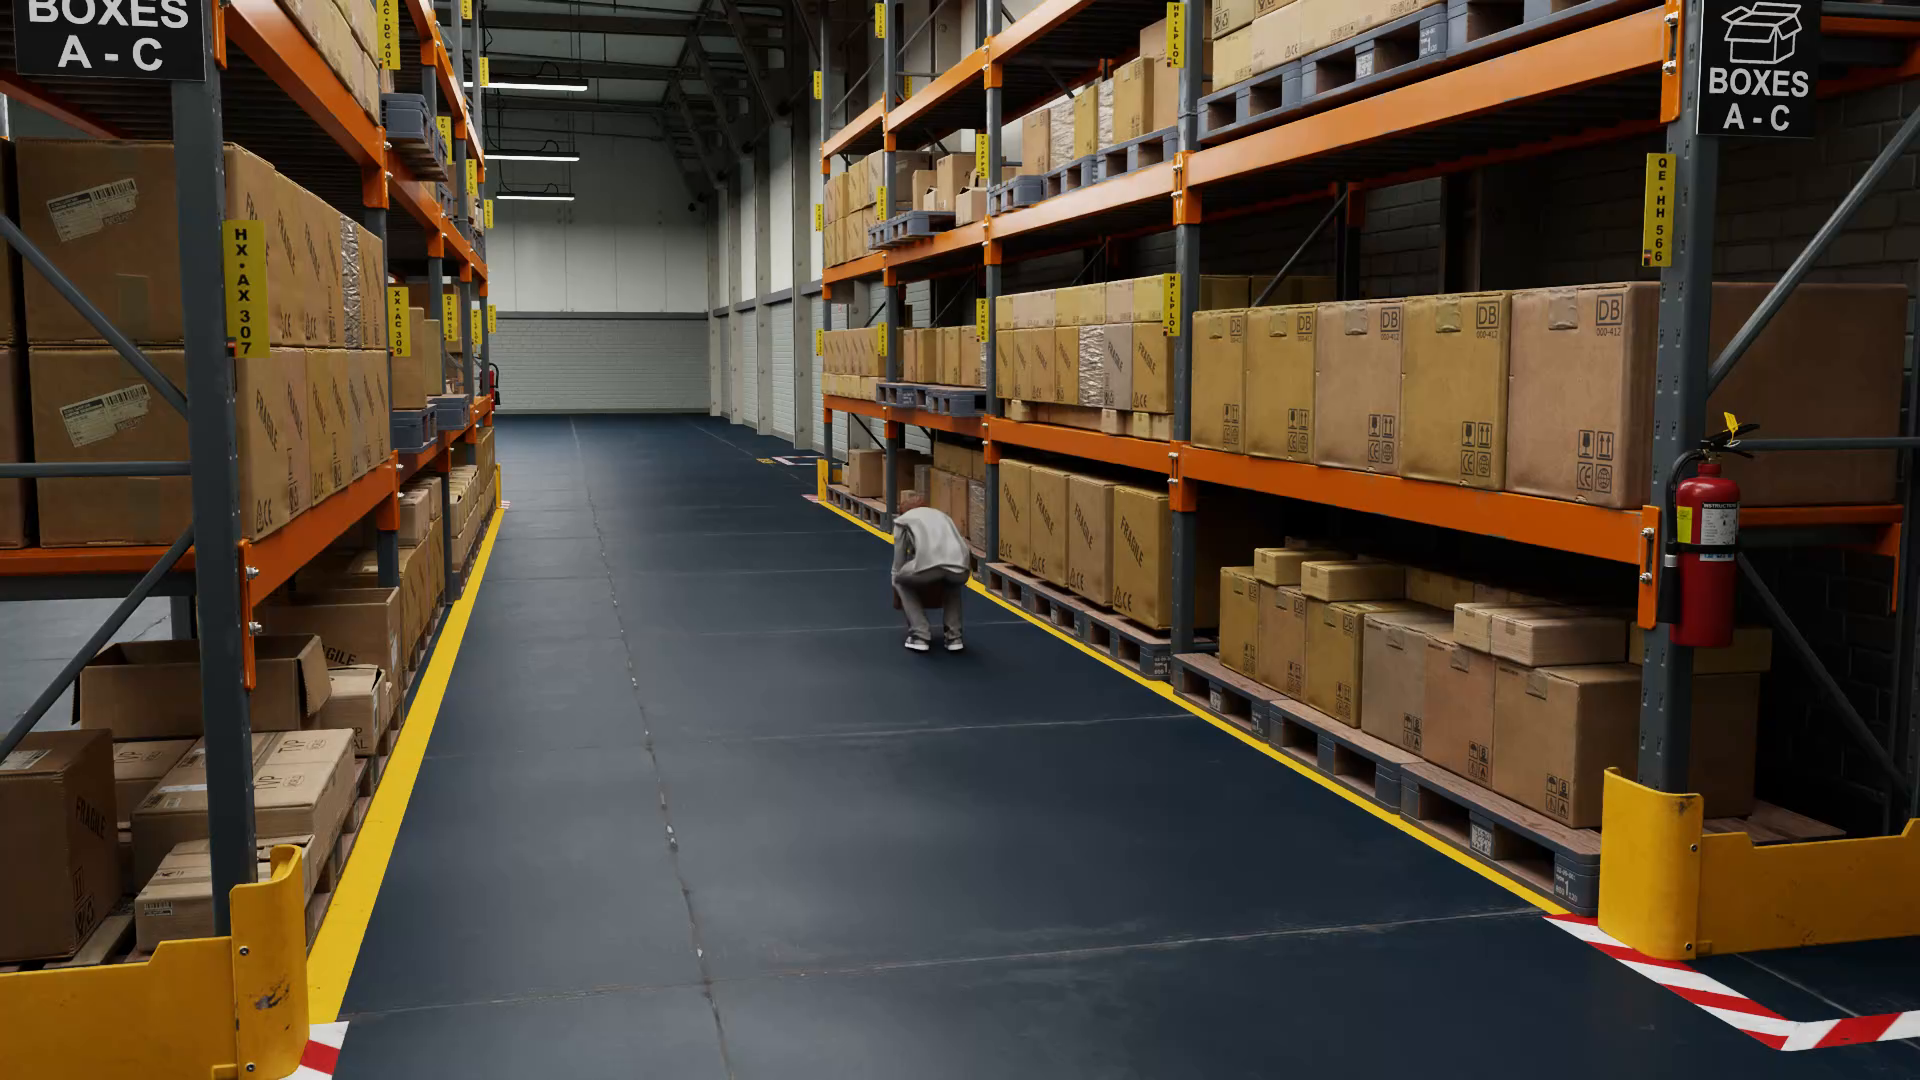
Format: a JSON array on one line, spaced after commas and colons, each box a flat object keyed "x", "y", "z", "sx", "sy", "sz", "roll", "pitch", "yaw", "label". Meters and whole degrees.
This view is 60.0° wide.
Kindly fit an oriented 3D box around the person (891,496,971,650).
[{"x": -0.182, "y": 0.211, "z": 10.167, "sx": 0.419, "sy": 0.896, "sz": 0.833, "roll": -2, "pitch": 7, "yaw": -14, "label": "person"}]
